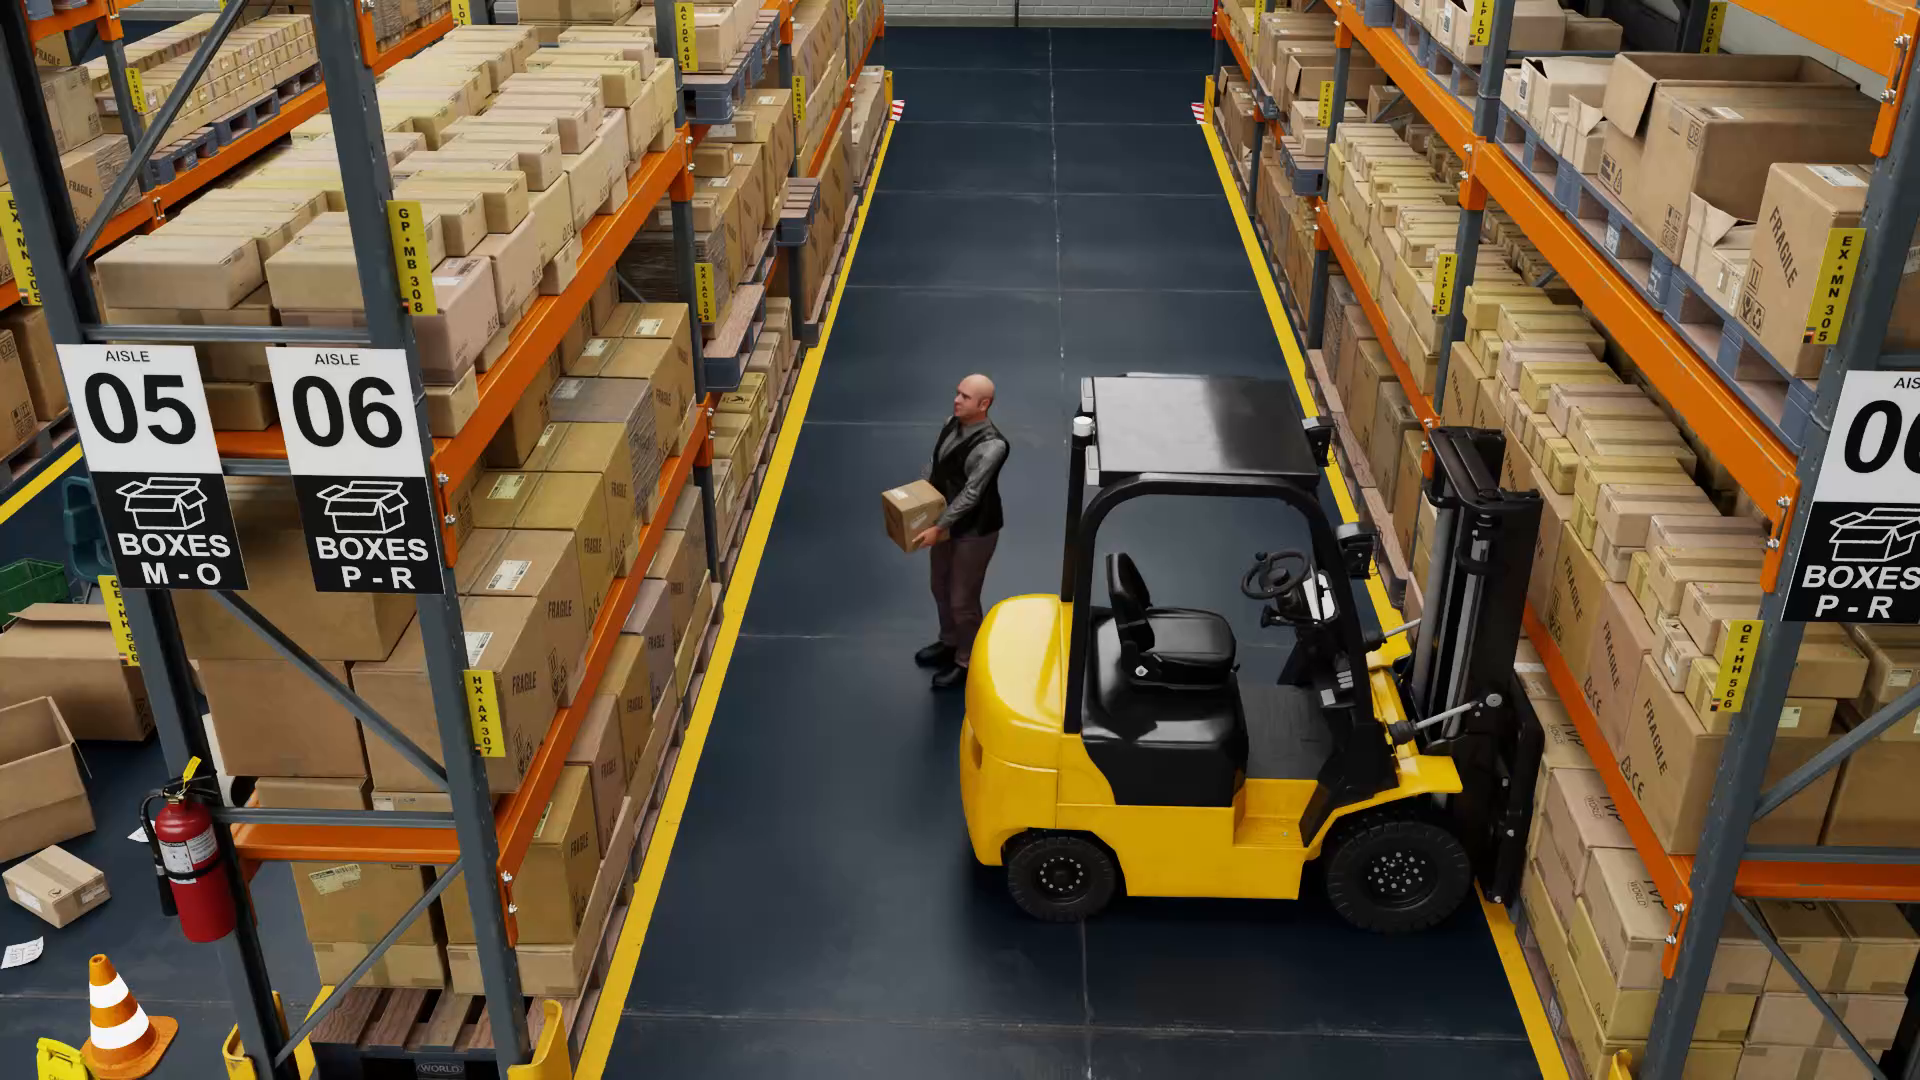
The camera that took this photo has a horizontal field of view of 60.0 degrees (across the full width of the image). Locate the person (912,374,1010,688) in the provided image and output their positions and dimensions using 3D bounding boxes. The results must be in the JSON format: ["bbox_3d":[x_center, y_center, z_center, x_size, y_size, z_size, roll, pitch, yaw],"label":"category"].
[{"bbox_3d":[-0.056,-0.038,8.721,0.555,1.721,0.500,-13,31,-24],"label":"person"}]
